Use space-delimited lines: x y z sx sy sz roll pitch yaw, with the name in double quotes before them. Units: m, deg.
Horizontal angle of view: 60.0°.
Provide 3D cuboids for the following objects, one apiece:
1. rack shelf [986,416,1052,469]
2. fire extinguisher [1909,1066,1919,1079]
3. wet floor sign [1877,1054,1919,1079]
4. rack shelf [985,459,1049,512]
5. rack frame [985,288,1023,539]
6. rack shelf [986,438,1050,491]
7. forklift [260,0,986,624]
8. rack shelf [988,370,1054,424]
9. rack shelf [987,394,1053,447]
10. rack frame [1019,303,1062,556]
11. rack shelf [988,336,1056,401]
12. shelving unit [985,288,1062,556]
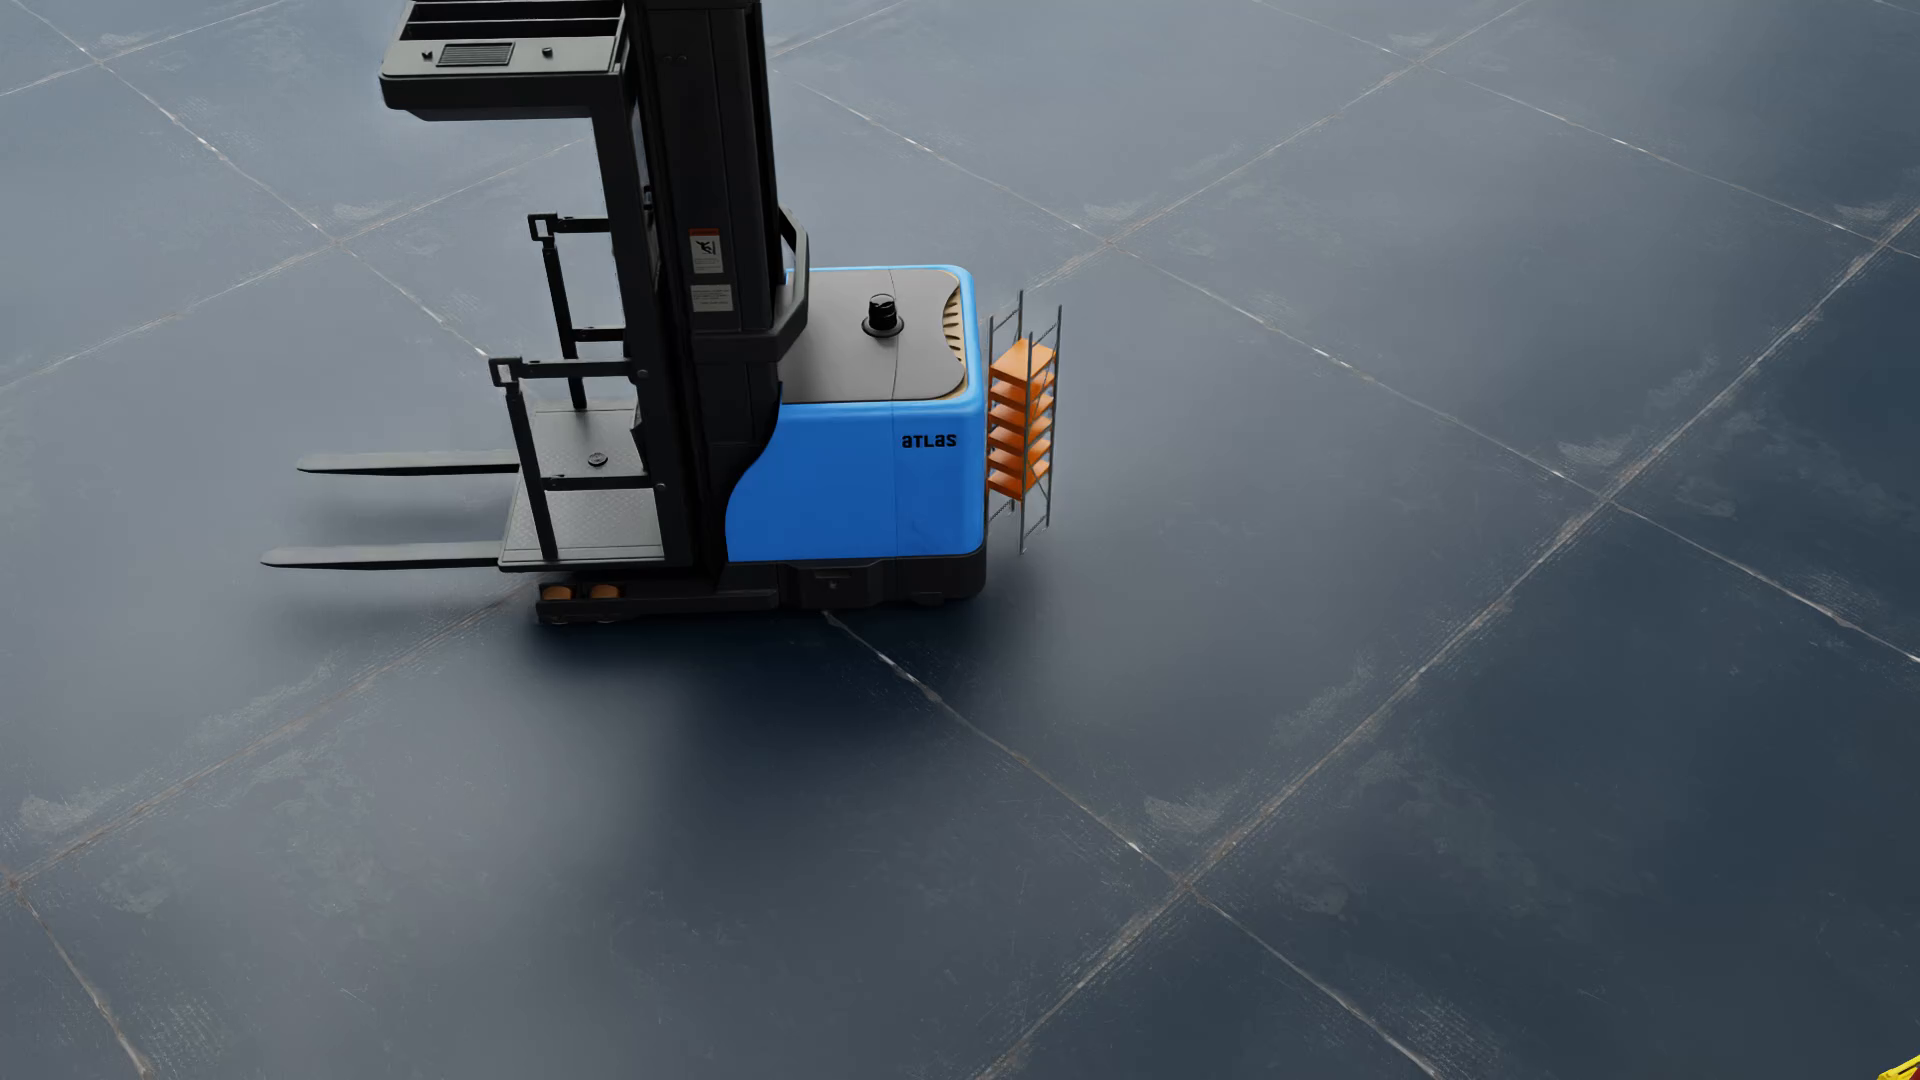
"rack shelf" 0.257 -0.438 7.021 0.180 0.103 0.258 25 48 24
"fire extinguisher" 2.373 1.225 3.888 0.296 0.674 0.183 -34 53 -31
"wet floor sign" 2.751 1.733 5.016 0.267 0.644 0.232 -18 46 -18
"rack shelf" 0.255 -0.262 7.185 0.180 0.103 0.258 25 48 24
"rack frame" 0.181 -0.505 7.028 0.006 1.200 0.240 25 48 24
"rack shelf" 0.256 -0.350 7.103 0.180 0.103 0.258 25 48 24
"forklift" -1.423 -1.091 6.388 3.031 2.935 1.130 -2 43 -2
"rack shelf" 0.259 -0.613 6.857 0.180 0.103 0.258 25 48 24
"rack shelf" 0.258 -0.525 6.939 0.180 0.103 0.258 25 48 24
"rack frame" 0.333 -0.435 6.954 0.006 1.200 0.240 25 48 24
"rack shelf" 0.260 -0.701 6.776 0.180 0.103 0.258 25 48 24
"shelving unit" 0.257 -0.470 6.991 0.189 1.200 0.258 25 48 24
